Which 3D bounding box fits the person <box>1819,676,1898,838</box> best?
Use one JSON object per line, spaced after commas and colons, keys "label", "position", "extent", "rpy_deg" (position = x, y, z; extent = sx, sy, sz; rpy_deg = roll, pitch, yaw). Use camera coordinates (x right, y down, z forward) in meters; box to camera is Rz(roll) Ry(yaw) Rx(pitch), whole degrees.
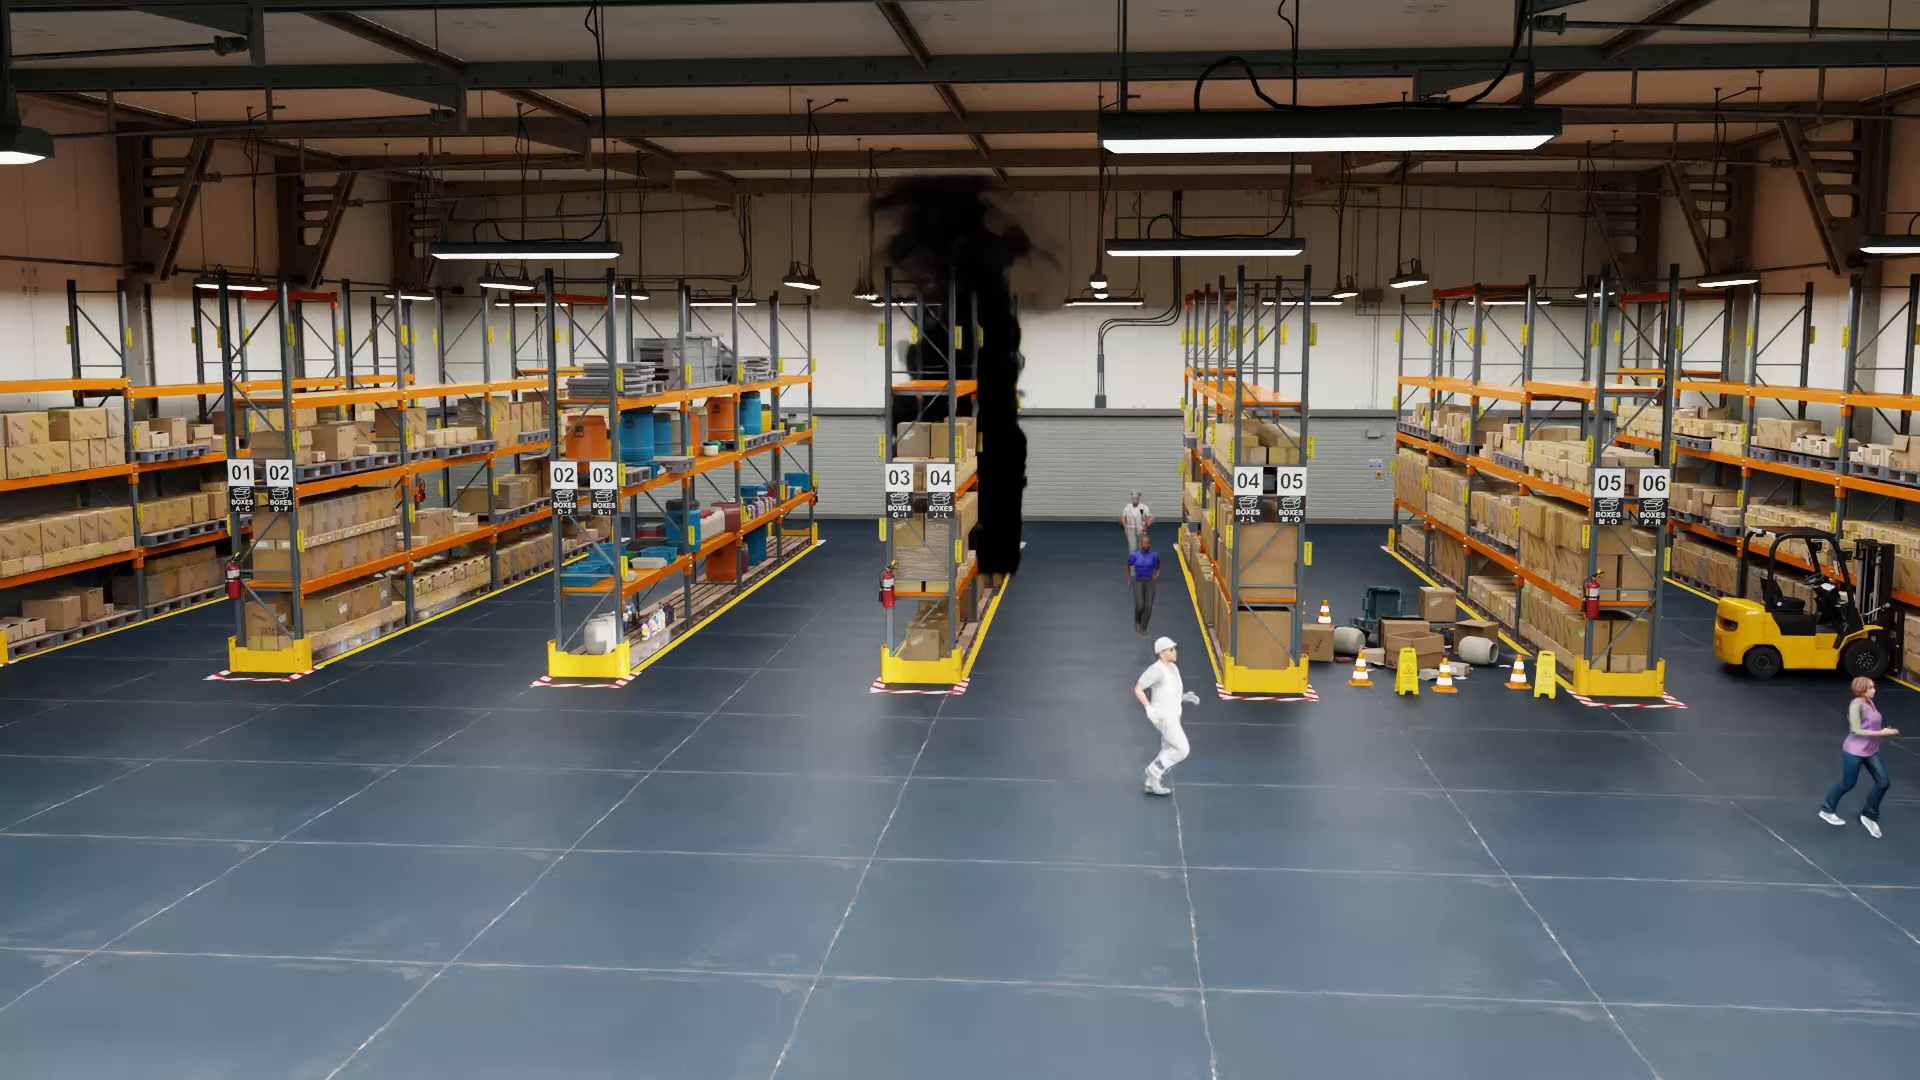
{"label": "person", "position": [9.093, 2.179, 16.792], "extent": [0.505, 1.641, 0.702], "rpy_deg": [-4, 8, -32]}

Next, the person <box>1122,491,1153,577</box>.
{"label": "person", "position": [3.762, -0.152, 35.304], "extent": [0.661, 1.795, 0.784], "rpy_deg": [1, 7, 10]}

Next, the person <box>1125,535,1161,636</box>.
{"label": "person", "position": [2.894, 0.738, 26.220], "extent": [0.546, 1.614, 0.579], "rpy_deg": [0, 7, 0]}

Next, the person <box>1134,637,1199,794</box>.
{"label": "person", "position": [2.293, 1.929, 18.119], "extent": [0.615, 1.743, 0.643], "rpy_deg": [4, 8, 29]}
